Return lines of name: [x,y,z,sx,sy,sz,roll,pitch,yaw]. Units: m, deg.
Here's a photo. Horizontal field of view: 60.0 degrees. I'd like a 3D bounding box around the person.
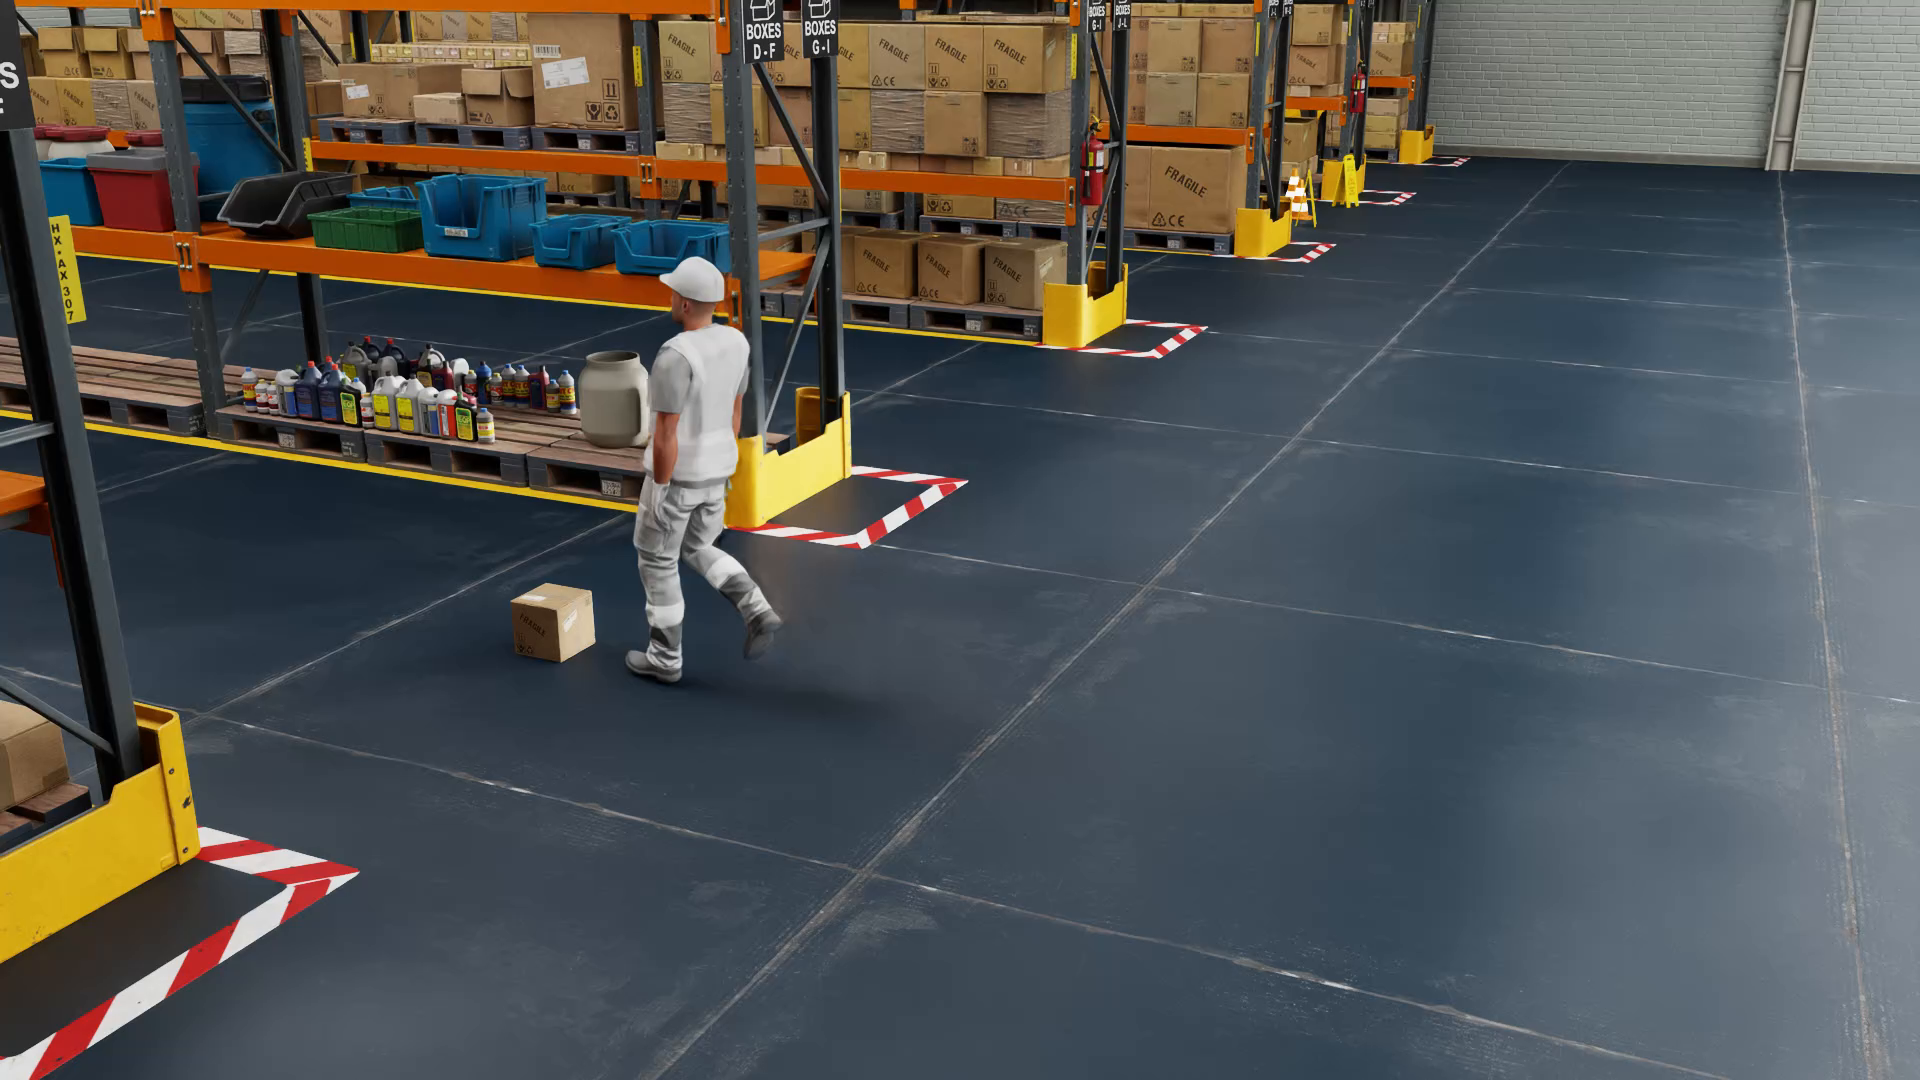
person: [-1.083,-0.267,6.785,0.692,1.772,0.554,12,22,31]
